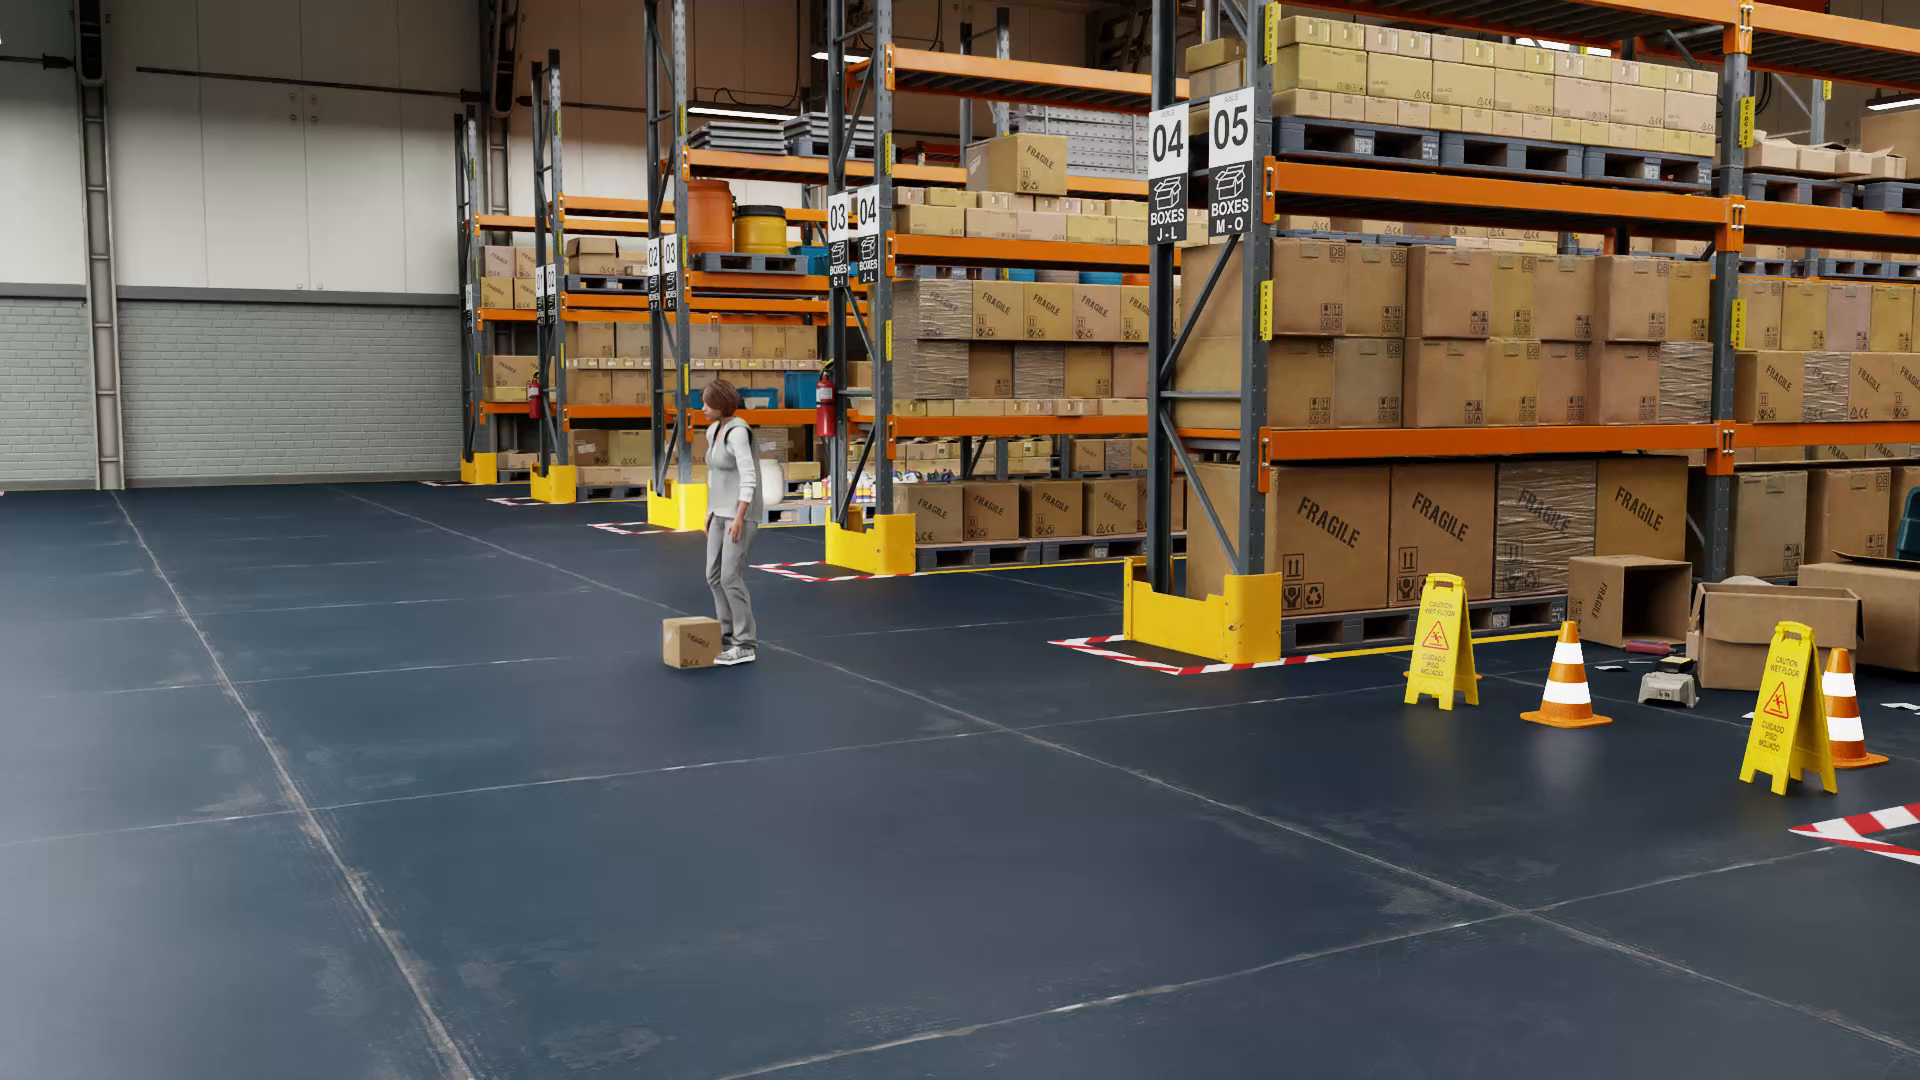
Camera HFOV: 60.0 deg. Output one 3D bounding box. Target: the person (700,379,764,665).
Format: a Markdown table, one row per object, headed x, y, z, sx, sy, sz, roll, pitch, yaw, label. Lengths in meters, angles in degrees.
| x | y | z | sx | sy | sz | roll | pitch | yaw | label |
| --- | --- | --- | --- | --- | --- | --- | --- | --- | --- |
| -1.296 | -0.101 | 9.381 | 0.339 | 1.581 | 0.462 | -3 | 6 | -31 | person |
